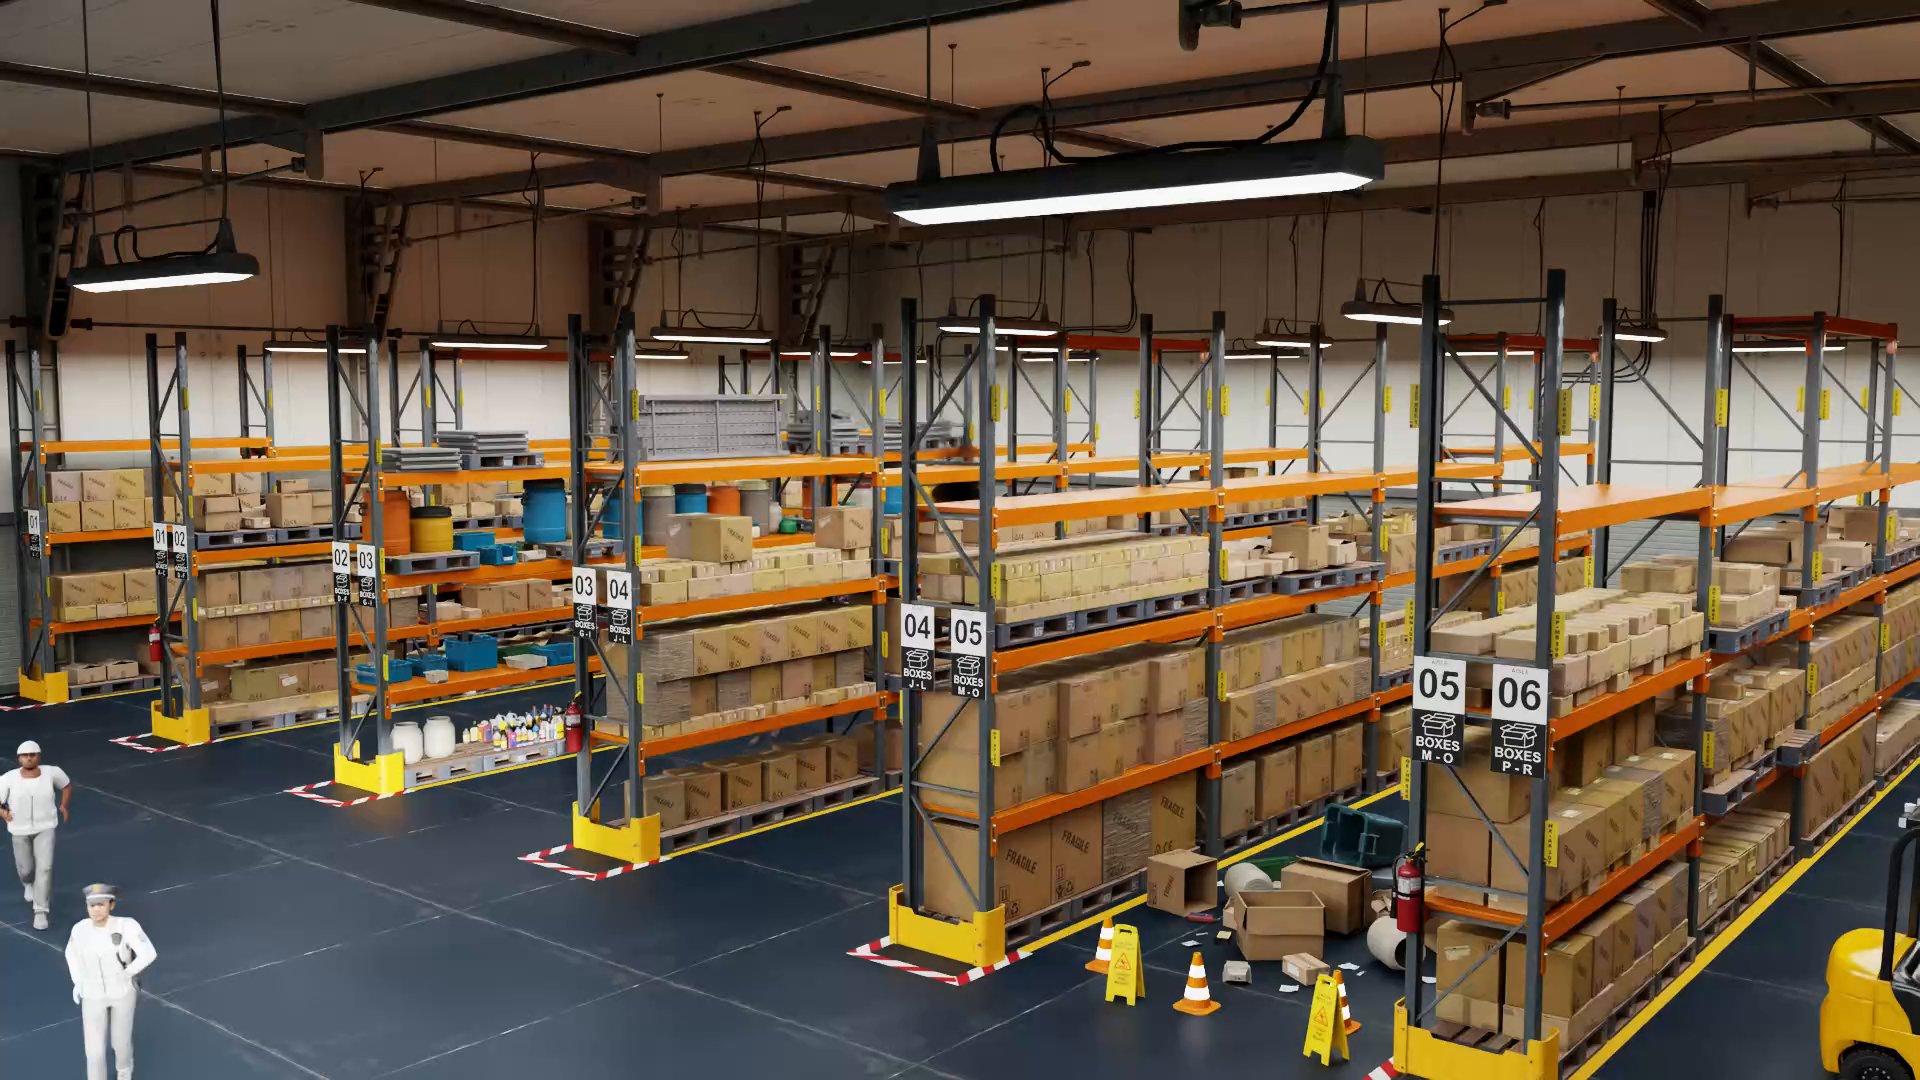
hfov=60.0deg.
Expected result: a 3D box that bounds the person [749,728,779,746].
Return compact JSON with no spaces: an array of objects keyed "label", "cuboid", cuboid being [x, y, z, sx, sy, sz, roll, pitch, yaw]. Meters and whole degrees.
[{"label":"person","cuboid":[-2.705,1.970,23.052,0.581,1.683,0.850,3,6,27]}]

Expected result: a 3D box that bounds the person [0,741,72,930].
[{"label":"person","cuboid":[-9.023,2.823,16.189,0.700,1.762,0.957,-3,6,-29]}]

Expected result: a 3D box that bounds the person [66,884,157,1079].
[{"label":"person","cuboid":[-6.038,3.255,11.839,0.609,1.735,0.765,-2,5,-18]}]
